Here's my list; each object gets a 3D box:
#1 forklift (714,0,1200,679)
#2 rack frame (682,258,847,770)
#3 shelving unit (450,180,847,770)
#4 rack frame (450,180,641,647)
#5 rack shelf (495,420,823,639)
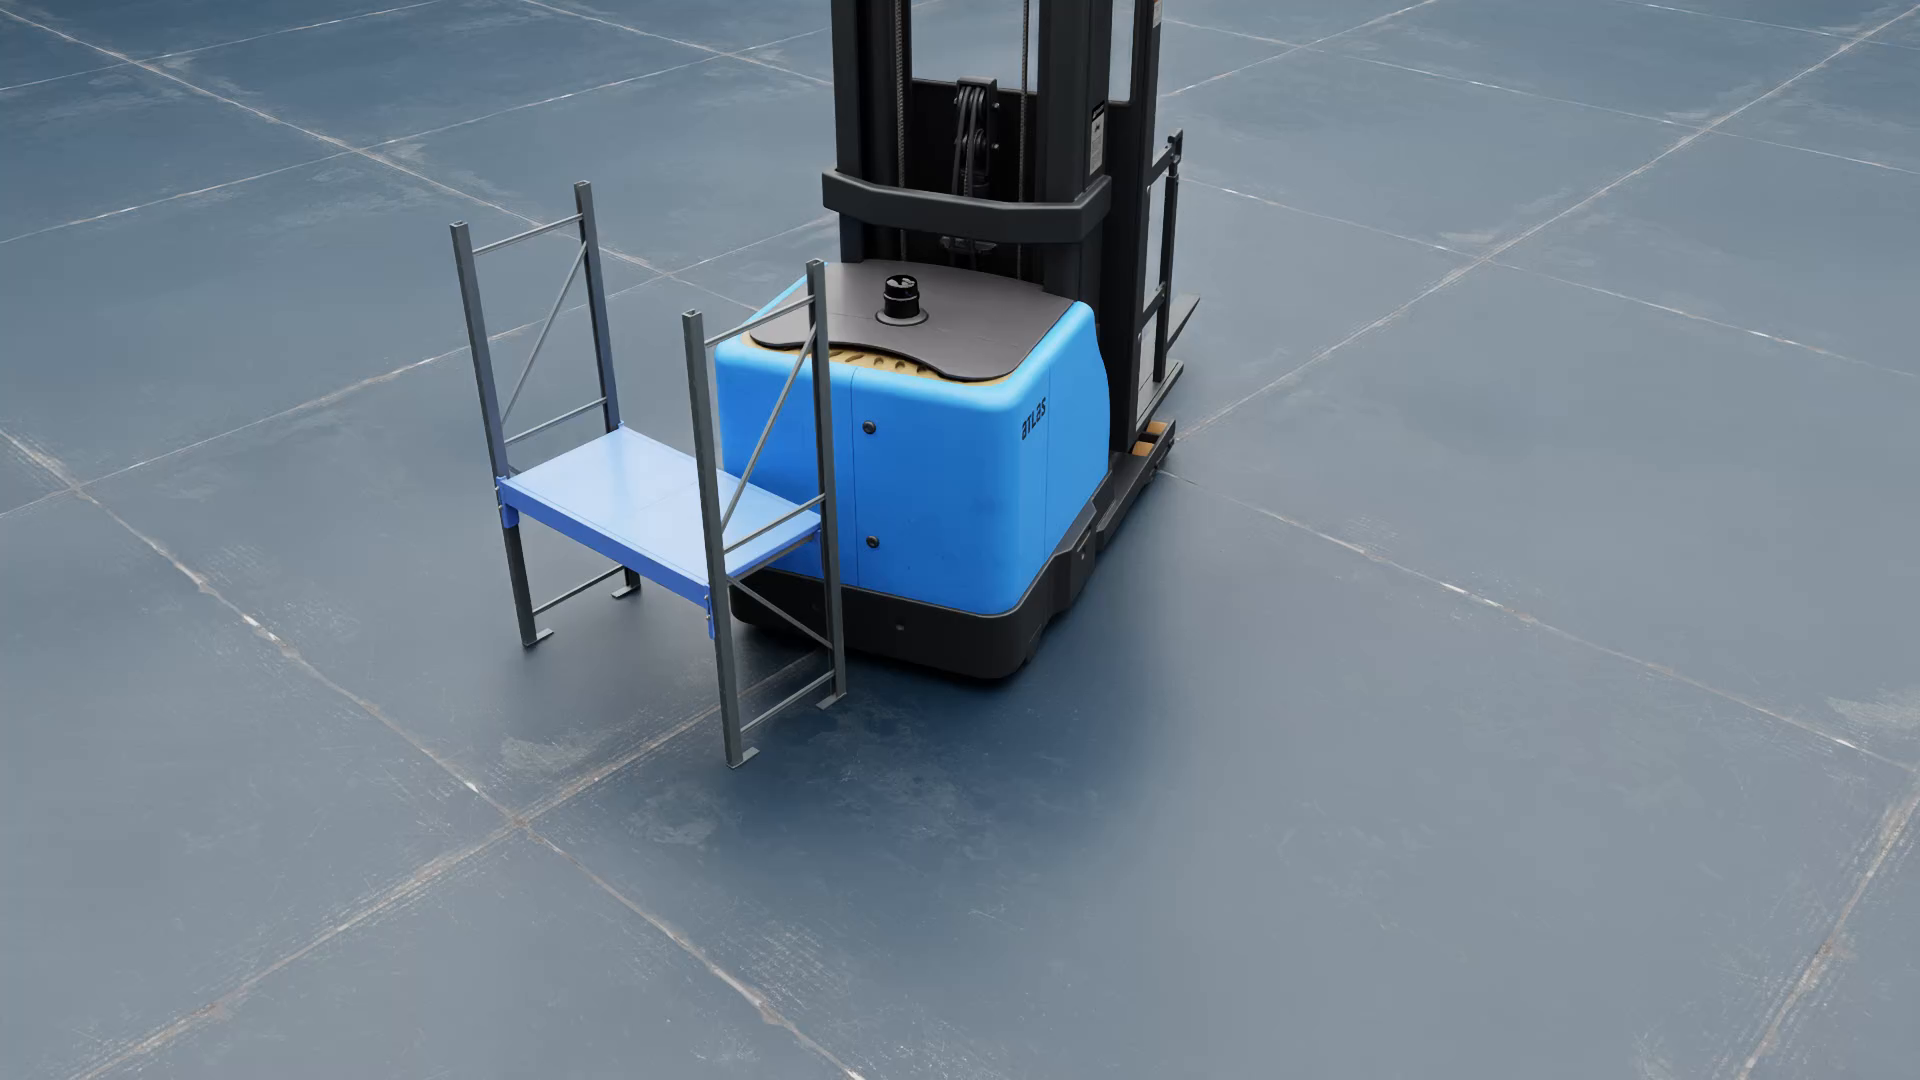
[{"bbox_3d":[0.234,-1.554,5.989,1.130,2.935,3.031,12,33,19],"label":"forklift"},{"bbox_3d":[-0.546,-0.042,4.861,0.032,1.500,0.500,24,39,34],"label":"rack frame"},{"bbox_3d":[-0.934,-0.211,5.143,1.048,1.500,0.538,24,39,34],"label":"shelving unit"},{"bbox_3d":[-1.322,-0.381,5.424,0.032,1.500,0.500,24,39,34],"label":"rack frame"},{"bbox_3d":[-0.933,-0.058,5.236,1.000,0.185,0.538,24,39,34],"label":"rack shelf"}]
